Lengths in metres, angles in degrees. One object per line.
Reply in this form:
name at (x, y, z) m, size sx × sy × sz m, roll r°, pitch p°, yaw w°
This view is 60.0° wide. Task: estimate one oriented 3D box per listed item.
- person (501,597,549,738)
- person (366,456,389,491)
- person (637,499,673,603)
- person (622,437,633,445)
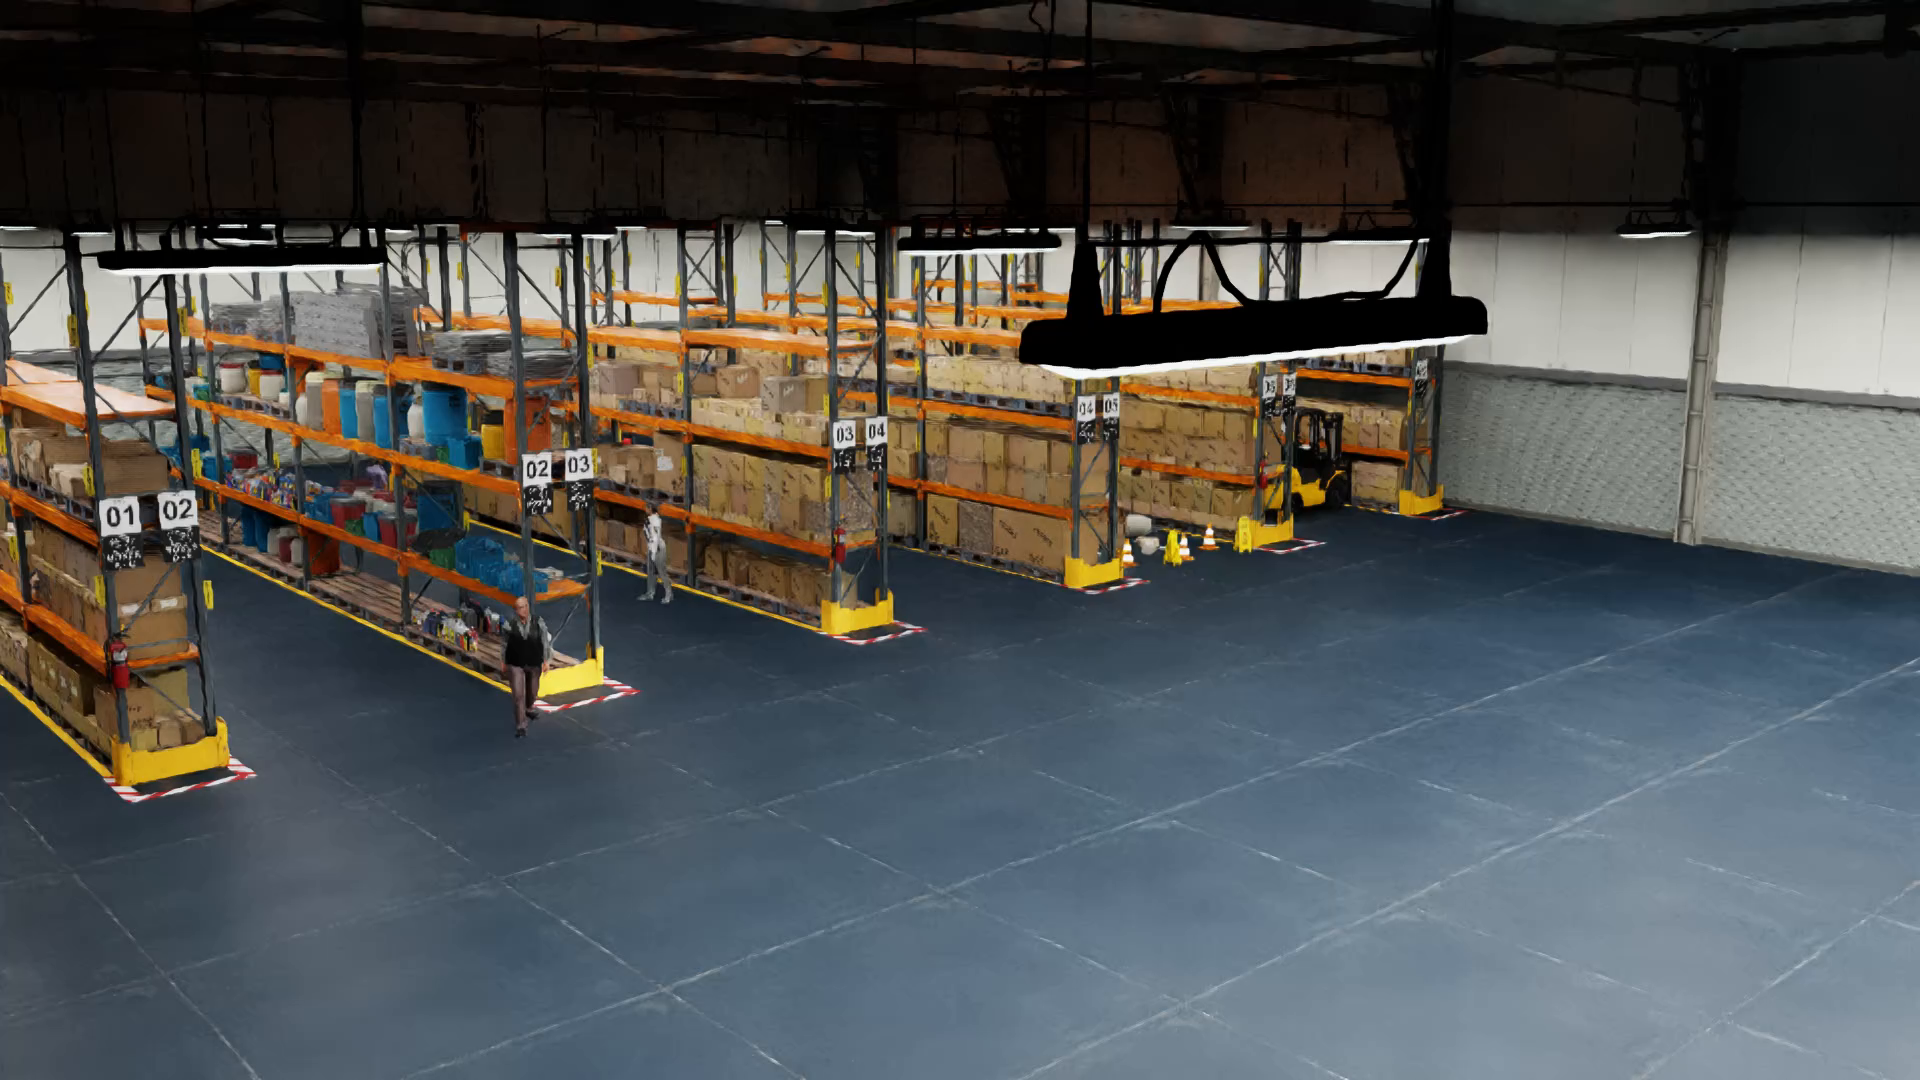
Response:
person at (-5.278, 1.497, 20.217) m, size 0.560 × 1.683 × 0.926 m, roll -5°, pitch 13°, yaw -25°
person at (-11.104, -0.825, 31.744) m, size 0.608 × 1.640 × 0.380 m, roll 6°, pitch 13°, yaw 27°
person at (-4.947, 0.161, 26.792) m, size 0.550 × 1.663 × 0.585 m, roll -5°, pitch 12°, yaw -23°
person at (-6.746, -1.219, 33.545) m, size 0.677 × 1.742 × 0.552 m, roll -10°, pitch 15°, yaw -42°
